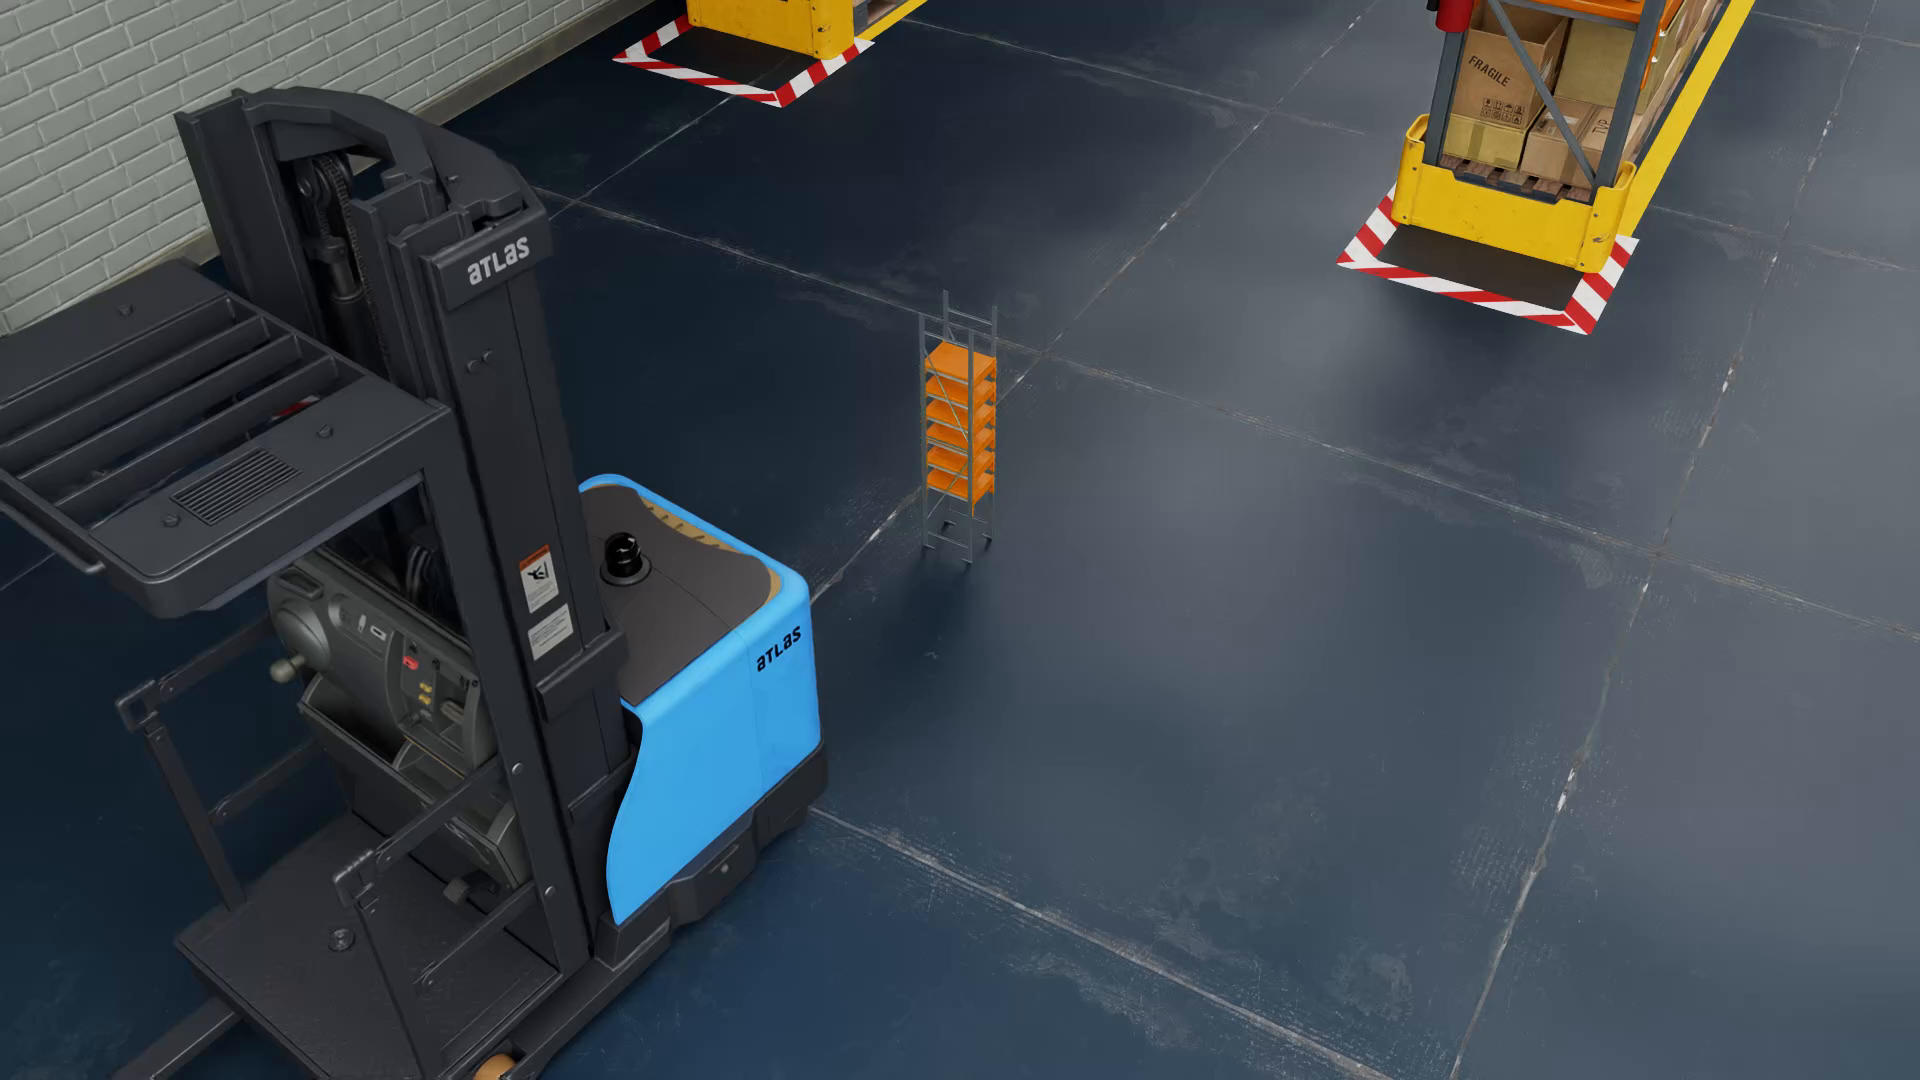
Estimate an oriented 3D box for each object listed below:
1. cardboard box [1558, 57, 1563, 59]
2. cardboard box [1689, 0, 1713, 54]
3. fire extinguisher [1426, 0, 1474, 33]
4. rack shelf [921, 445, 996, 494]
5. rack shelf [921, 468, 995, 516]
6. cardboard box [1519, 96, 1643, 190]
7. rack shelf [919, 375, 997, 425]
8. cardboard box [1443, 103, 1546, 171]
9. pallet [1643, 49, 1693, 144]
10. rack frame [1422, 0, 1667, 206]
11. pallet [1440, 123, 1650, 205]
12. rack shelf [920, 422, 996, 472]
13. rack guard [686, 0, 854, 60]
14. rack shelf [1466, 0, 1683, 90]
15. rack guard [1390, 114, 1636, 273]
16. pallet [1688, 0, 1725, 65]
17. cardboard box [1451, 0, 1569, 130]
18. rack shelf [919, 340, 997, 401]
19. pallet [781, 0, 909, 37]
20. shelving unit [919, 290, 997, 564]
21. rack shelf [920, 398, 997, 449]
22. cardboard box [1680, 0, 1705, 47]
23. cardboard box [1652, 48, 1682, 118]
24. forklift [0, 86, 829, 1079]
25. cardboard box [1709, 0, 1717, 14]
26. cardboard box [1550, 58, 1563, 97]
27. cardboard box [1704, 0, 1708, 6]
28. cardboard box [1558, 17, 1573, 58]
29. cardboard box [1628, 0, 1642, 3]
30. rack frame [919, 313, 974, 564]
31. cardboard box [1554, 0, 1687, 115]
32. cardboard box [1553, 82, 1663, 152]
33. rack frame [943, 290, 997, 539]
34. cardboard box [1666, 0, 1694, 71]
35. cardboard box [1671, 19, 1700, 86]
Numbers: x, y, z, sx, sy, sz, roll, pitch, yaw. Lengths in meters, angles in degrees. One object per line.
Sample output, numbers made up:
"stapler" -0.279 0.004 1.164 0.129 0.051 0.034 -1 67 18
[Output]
"cardboard box" 3.489 -2.943 10.085 0.500 0.250 0.500 21 45 22
"cardboard box" 4.451 -3.339 10.535 0.500 0.250 0.500 21 45 22
"fire extinguisher" 2.527 -2.893 8.324 0.296 0.674 0.183 21 45 22
"rack shelf" -0.007 -0.319 6.953 0.258 0.103 0.180 21 45 22
"rack shelf" -0.007 -0.229 7.032 0.258 0.103 0.180 21 45 22
"cardboard box" 3.449 -2.195 9.236 0.500 0.250 0.500 21 45 22
"rack shelf" -0.007 -0.589 6.715 0.258 0.103 0.180 21 45 22
"cardboard box" 3.001 -2.366 9.430 0.500 0.250 0.500 21 45 22
"pallet" 3.946 -2.937 10.425 1.003 0.211 1.213 21 45 22
"rack frame" 2.988 -2.836 8.201 1.000 3.000 0.127 21 45 22
"pallet" 3.335 -2.241 9.635 1.003 0.211 1.213 21 45 22
"rack shelf" -0.007 -0.409 6.873 0.258 0.103 0.180 21 45 22
"rack guard" -1.265 -3.578 10.934 1.175 0.500 0.348 21 45 22
"rack shelf" 3.989 -3.711 9.738 1.077 0.370 4.000 21 45 22
"rack guard" 2.976 -1.884 9.012 1.175 0.500 0.348 21 45 22
"pallet" 4.556 -3.637 11.221 1.003 0.211 1.213 21 45 22
"cardboard box" 2.999 -2.649 9.183 0.500 0.500 0.500 21 45 22
"rack shelf" -0.007 -0.679 6.635 0.258 0.103 0.180 21 45 22
"pallet" -0.827 -3.923 11.545 1.003 0.211 1.213 21 45 22
"shelving unit" -0.007 -0.442 6.844 0.258 1.200 0.189 21 45 22
"rack shelf" -0.007 -0.499 6.794 0.258 0.103 0.180 21 45 22
"cardboard box" 4.202 -3.334 9.962 0.500 0.500 0.500 21 45 22
"cardboard box" 3.947 -2.768 9.887 0.500 0.250 0.500 21 45 22
"forklift" -1.785 0.408 4.569 1.130 2.935 3.031 27 48 27
"cardboard box" 4.688 -3.630 10.865 0.500 0.250 0.500 21 45 22
"cardboard box" 3.240 -2.657 9.760 0.500 0.250 0.500 21 45 22
"cardboard box" 4.440 -3.625 10.292 0.500 0.500 0.500 21 45 22
"cardboard box" 3.487 -3.226 9.839 0.500 0.500 0.500 21 45 22
"cardboard box" 3.233 -3.137 8.467 0.700 0.500 0.500 21 45 22
"rack frame" -0.053 -0.390 6.785 0.240 1.200 0.006 21 45 22
"cardboard box" 3.698 -2.763 9.314 0.500 0.500 0.500 21 45 22
"cardboard box" 3.696 -2.483 9.562 0.500 0.250 0.500 21 45 22
"rack frame" 0.039 -0.494 6.904 0.240 1.200 0.006 21 45 22
"cardboard box" 3.937 -3.054 9.643 0.500 0.500 0.500 21 45 22
"cardboard box" 4.201 -3.053 10.210 0.500 0.250 0.500 21 45 22
